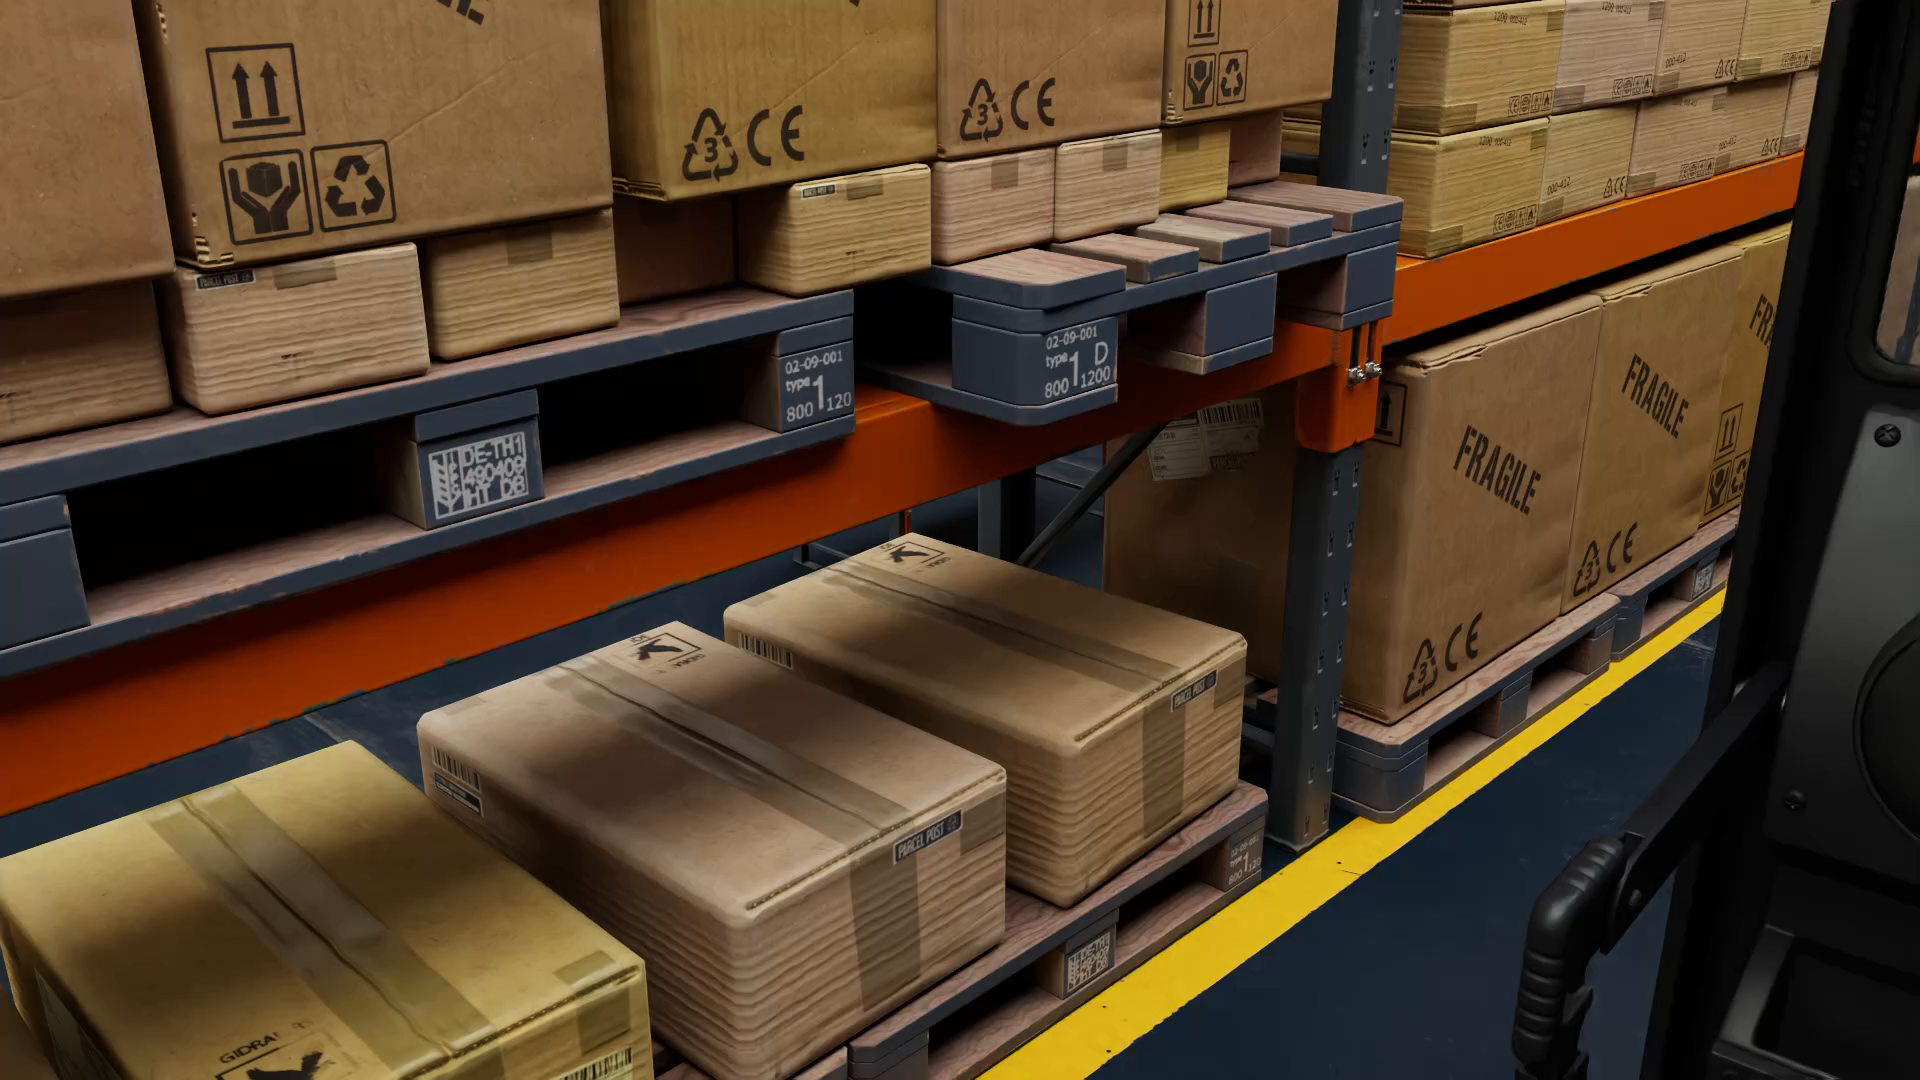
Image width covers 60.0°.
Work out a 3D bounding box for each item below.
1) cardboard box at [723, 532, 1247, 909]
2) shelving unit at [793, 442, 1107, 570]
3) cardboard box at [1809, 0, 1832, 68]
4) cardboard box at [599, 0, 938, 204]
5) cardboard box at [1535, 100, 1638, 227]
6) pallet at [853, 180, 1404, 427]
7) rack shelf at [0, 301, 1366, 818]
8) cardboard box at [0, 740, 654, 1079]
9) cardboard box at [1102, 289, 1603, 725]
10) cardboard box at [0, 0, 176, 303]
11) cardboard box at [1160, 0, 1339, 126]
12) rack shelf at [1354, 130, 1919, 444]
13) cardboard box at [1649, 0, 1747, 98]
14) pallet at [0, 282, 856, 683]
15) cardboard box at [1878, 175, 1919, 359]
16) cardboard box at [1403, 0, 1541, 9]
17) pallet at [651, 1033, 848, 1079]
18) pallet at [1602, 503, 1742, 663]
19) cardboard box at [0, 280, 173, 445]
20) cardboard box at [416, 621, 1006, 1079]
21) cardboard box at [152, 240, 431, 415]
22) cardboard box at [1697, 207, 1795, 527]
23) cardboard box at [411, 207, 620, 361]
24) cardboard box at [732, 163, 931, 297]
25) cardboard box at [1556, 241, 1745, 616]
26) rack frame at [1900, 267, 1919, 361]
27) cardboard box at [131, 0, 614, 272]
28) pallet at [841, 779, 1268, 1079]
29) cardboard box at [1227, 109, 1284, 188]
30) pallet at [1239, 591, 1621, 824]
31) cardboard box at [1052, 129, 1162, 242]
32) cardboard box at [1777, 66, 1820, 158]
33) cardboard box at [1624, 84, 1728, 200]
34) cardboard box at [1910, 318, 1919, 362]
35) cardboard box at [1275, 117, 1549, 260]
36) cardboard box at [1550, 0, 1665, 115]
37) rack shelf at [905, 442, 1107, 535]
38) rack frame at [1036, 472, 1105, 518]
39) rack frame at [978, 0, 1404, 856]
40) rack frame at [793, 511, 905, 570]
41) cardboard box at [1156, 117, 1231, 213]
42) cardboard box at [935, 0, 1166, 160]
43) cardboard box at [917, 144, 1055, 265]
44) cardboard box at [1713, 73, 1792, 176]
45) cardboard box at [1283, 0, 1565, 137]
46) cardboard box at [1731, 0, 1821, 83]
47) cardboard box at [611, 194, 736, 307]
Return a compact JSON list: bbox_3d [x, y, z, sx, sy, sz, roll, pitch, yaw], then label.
[{"bbox_3d":[0.042,0.342,3.582,0.950,0.372,0.625,17,27,37],"label":"cardboard box"},{"bbox_3d":[0.005,-0.527,5.377,0.538,1.125,1.048,19,28,41],"label":"shelving unit"},{"bbox_3d":[2.400,-1.584,5.027,0.500,0.250,0.500,-19,28,-41],"label":"cardboard box"},{"bbox_3d":[-0.378,-0.761,2.234,0.500,0.500,0.500,17,27,37],"label":"cardboard box"},{"bbox_3d":[1.311,-0.961,4.103,0.500,0.250,0.500,18,28,39],"label":"cardboard box"},{"bbox_3d":[0.023,-0.532,3.046,1.213,0.211,1.003,19,28,41],"label":"pallet"},{"bbox_3d":[-0.952,0.018,2.349,1.077,0.370,4.000,19,28,41],"label":"rack shelf"},{"bbox_3d":[-1.000,0.727,2.580,0.625,0.372,0.950,-19,28,-40],"label":"cardboard box"},{"bbox_3d":[0.985,-0.193,4.271,0.875,0.875,0.875,19,28,40],"label":"cardboard box"},{"bbox_3d":[-1.111,-0.486,1.519,0.500,0.500,0.500,19,28,40],"label":"cardboard box"},{"bbox_3d":[0.326,-1.027,2.926,0.500,0.500,0.500,18,28,39],"label":"cardboard box"},{"bbox_3d":[1.839,-1.010,5.024,1.077,0.370,4.000,19,28,41],"label":"rack shelf"},{"bbox_3d":[1.692,-1.321,4.343,0.500,0.250,0.500,19,28,40],"label":"cardboard box"},{"bbox_3d":[-0.908,-0.223,2.241,1.003,0.211,1.213,19,28,41],"label":"pallet"},{"bbox_3d":[2.859,-0.885,6.072,0.875,0.875,0.875,-19,28,-40],"label":"cardboard box"},{"bbox_3d":[0.963,-1.411,3.531,0.500,0.500,0.500,18,27,39],"label":"cardboard box"},{"bbox_3d":[-0.954,0.983,2.724,1.003,0.211,1.213,19,28,41],"label":"pallet"},{"bbox_3d":[1.899,-0.026,5.348,1.003,0.211,1.213,19,28,41],"label":"pallet"},{"bbox_3d":[-1.028,-0.218,1.725,0.380,0.149,0.250,20,28,41],"label":"cardboard box"},{"bbox_3d":[-0.467,0.533,3.083,0.950,0.372,0.625,19,28,40],"label":"cardboard box"},{"bbox_3d":[-0.806,-0.273,1.869,0.250,0.149,0.380,-19,28,-40],"label":"cardboard box"},{"bbox_3d":[2.234,-0.651,5.462,0.875,0.875,0.875,-19,28,-40],"label":"cardboard box"},{"bbox_3d":[-0.641,-0.349,2.067,0.380,0.149,0.250,18,27,39],"label":"cardboard box"},{"bbox_3d":[-0.259,-0.467,2.374,0.250,0.149,0.380,-20,28,-41],"label":"cardboard box"},{"bbox_3d":[1.610,-0.421,4.865,0.875,0.875,0.875,20,29,41],"label":"cardboard box"},{"bbox_3d":[3.234,-1.860,6.232,1.000,3.000,0.127,19,28,41],"label":"rack frame"},{"bbox_3d":[-0.760,-0.621,1.870,0.500,0.500,0.500,18,27,39],"label":"cardboard box"},{"bbox_3d":[-0.103,0.670,3.536,1.003,0.211,1.213,19,28,41],"label":"pallet"},{"bbox_3d":[0.383,-0.767,3.155,0.250,0.149,0.380,-19,28,-40],"label":"cardboard box"},{"bbox_3d":[1.048,0.286,4.536,1.003,0.211,1.213,19,28,41],"label":"pallet"},{"bbox_3d":[0.105,-0.604,2.731,0.380,0.149,0.250,19,28,40],"label":"cardboard box"},{"bbox_3d":[2.380,-1.356,5.130,0.500,0.250,0.500,18,28,39],"label":"cardboard box"},{"bbox_3d":[1.681,-1.094,4.450,0.500,0.250,0.500,-19,28,-40],"label":"cardboard box"},{"bbox_3d":[3.749,-0.994,6.967,0.875,0.438,0.875,19,28,40],"label":"cardboard box"},{"bbox_3d":[0.965,-0.824,3.748,0.500,0.250,0.500,19,28,40],"label":"cardboard box"},{"bbox_3d":[1.335,-1.196,4.018,0.500,0.250,0.500,-19,28,-41],"label":"cardboard box"},{"bbox_3d":[0.005,-0.299,5.465,0.538,0.278,1.000,19,28,41],"label":"rack shelf"},{"bbox_3d":[0.359,-0.657,5.717,0.500,1.125,0.032,19,28,41],"label":"rack frame"},{"bbox_3d":[0.444,-0.832,3.557,1.000,3.000,0.127,19,28,41],"label":"rack frame"},{"bbox_3d":[-0.350,-0.396,5.037,0.500,1.125,0.032,19,28,41],"label":"rack frame"},{"bbox_3d":[0.248,-0.680,2.928,0.250,0.149,0.380,-20,28,-41],"label":"cardboard box"},{"bbox_3d":[-0.027,-0.891,2.573,0.500,0.500,0.500,19,28,40],"label":"cardboard box"},{"bbox_3d":[-0.077,-0.542,2.567,0.380,0.149,0.250,18,27,38],"label":"cardboard box"},{"bbox_3d":[2.023,-1.222,4.782,0.500,0.250,0.500,19,28,41],"label":"cardboard box"},{"bbox_3d":[0.974,-1.063,3.673,0.500,0.250,0.500,19,28,40],"label":"cardboard box"},{"bbox_3d":[2.055,-1.448,4.673,0.500,0.250,0.500,-20,28,-41],"label":"cardboard box"},{"bbox_3d":[-0.524,-0.434,2.288,0.380,0.149,0.250,20,28,41],"label":"cardboard box"}]
